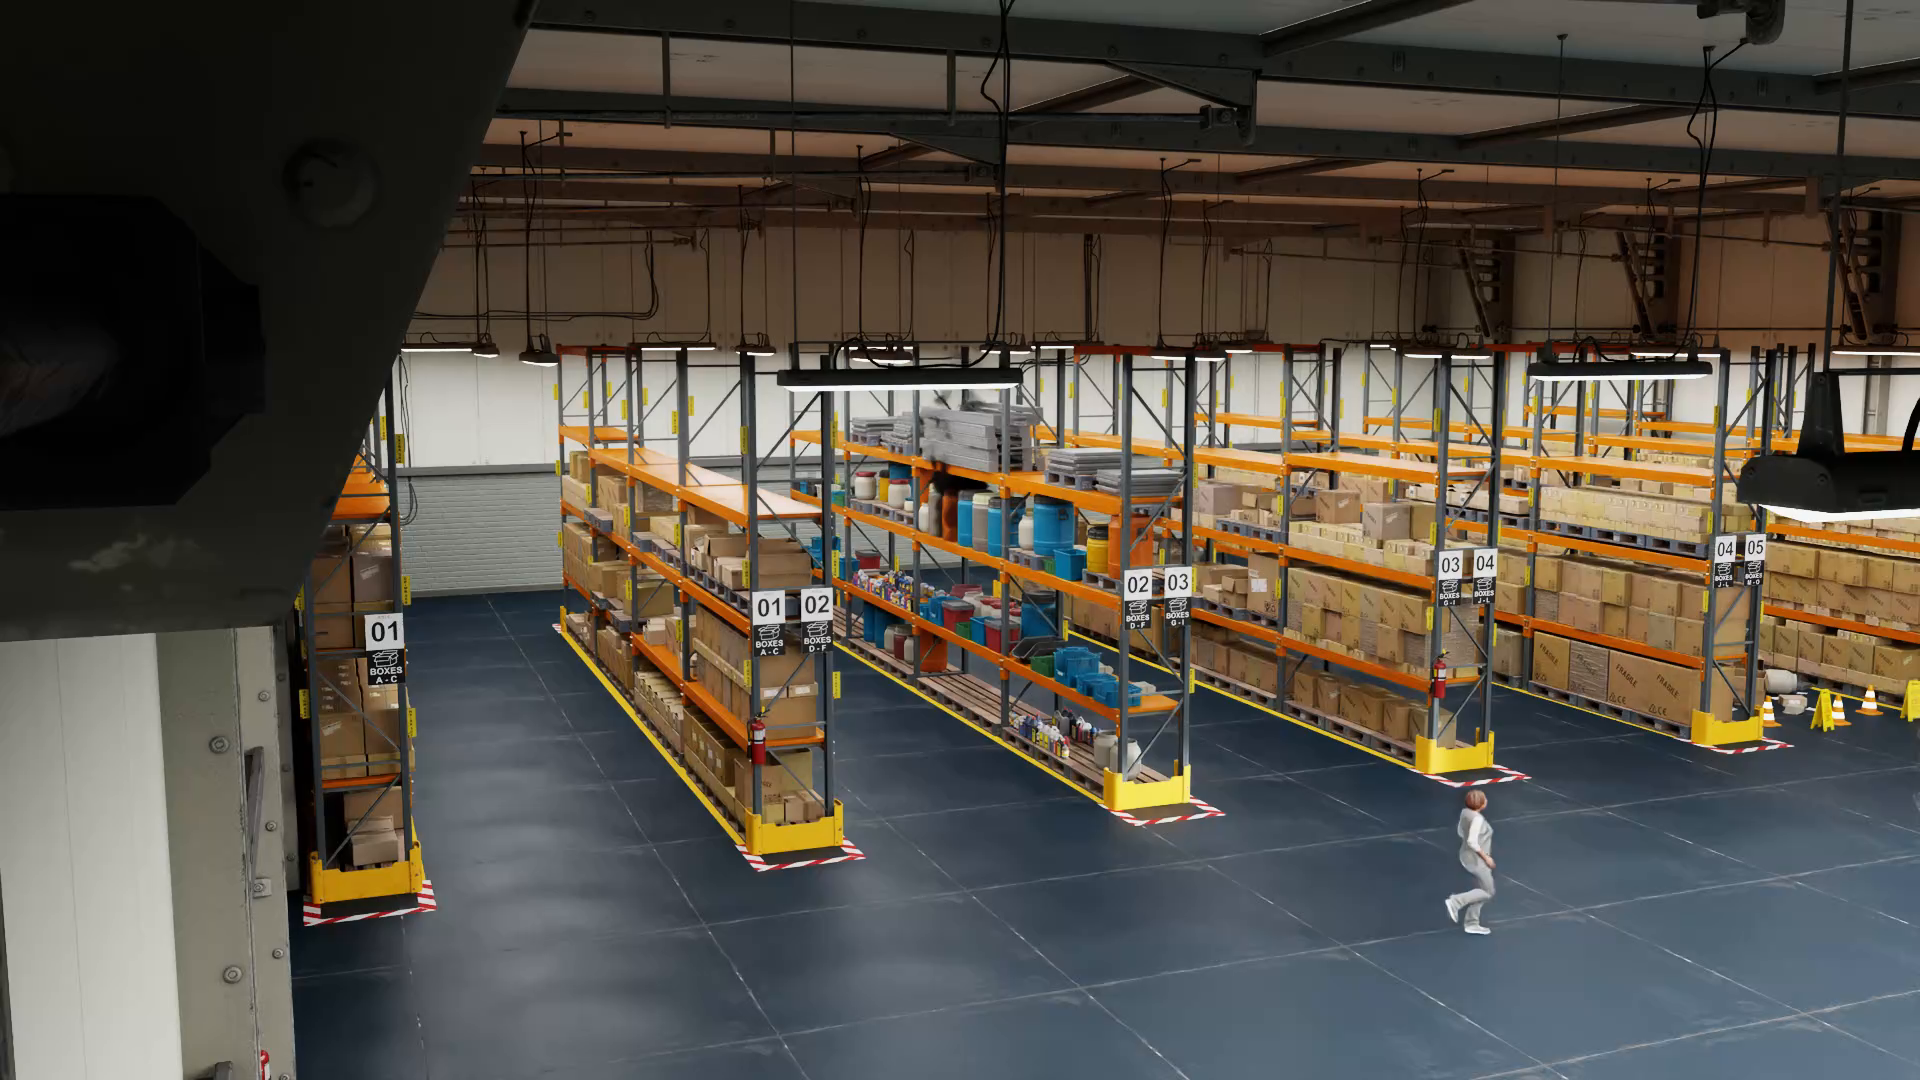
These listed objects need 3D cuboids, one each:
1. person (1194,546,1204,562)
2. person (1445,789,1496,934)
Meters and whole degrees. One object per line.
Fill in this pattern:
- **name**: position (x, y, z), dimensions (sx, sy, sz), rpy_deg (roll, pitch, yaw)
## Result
- **person**: position (5.929, 0.235, 41.845), dimensions (0.543, 1.628, 0.746), rpy_deg (2, 7, 13)
- **person**: position (5.360, 3.372, 17.403), dimensions (0.503, 1.555, 0.542), rpy_deg (0, 7, -2)
